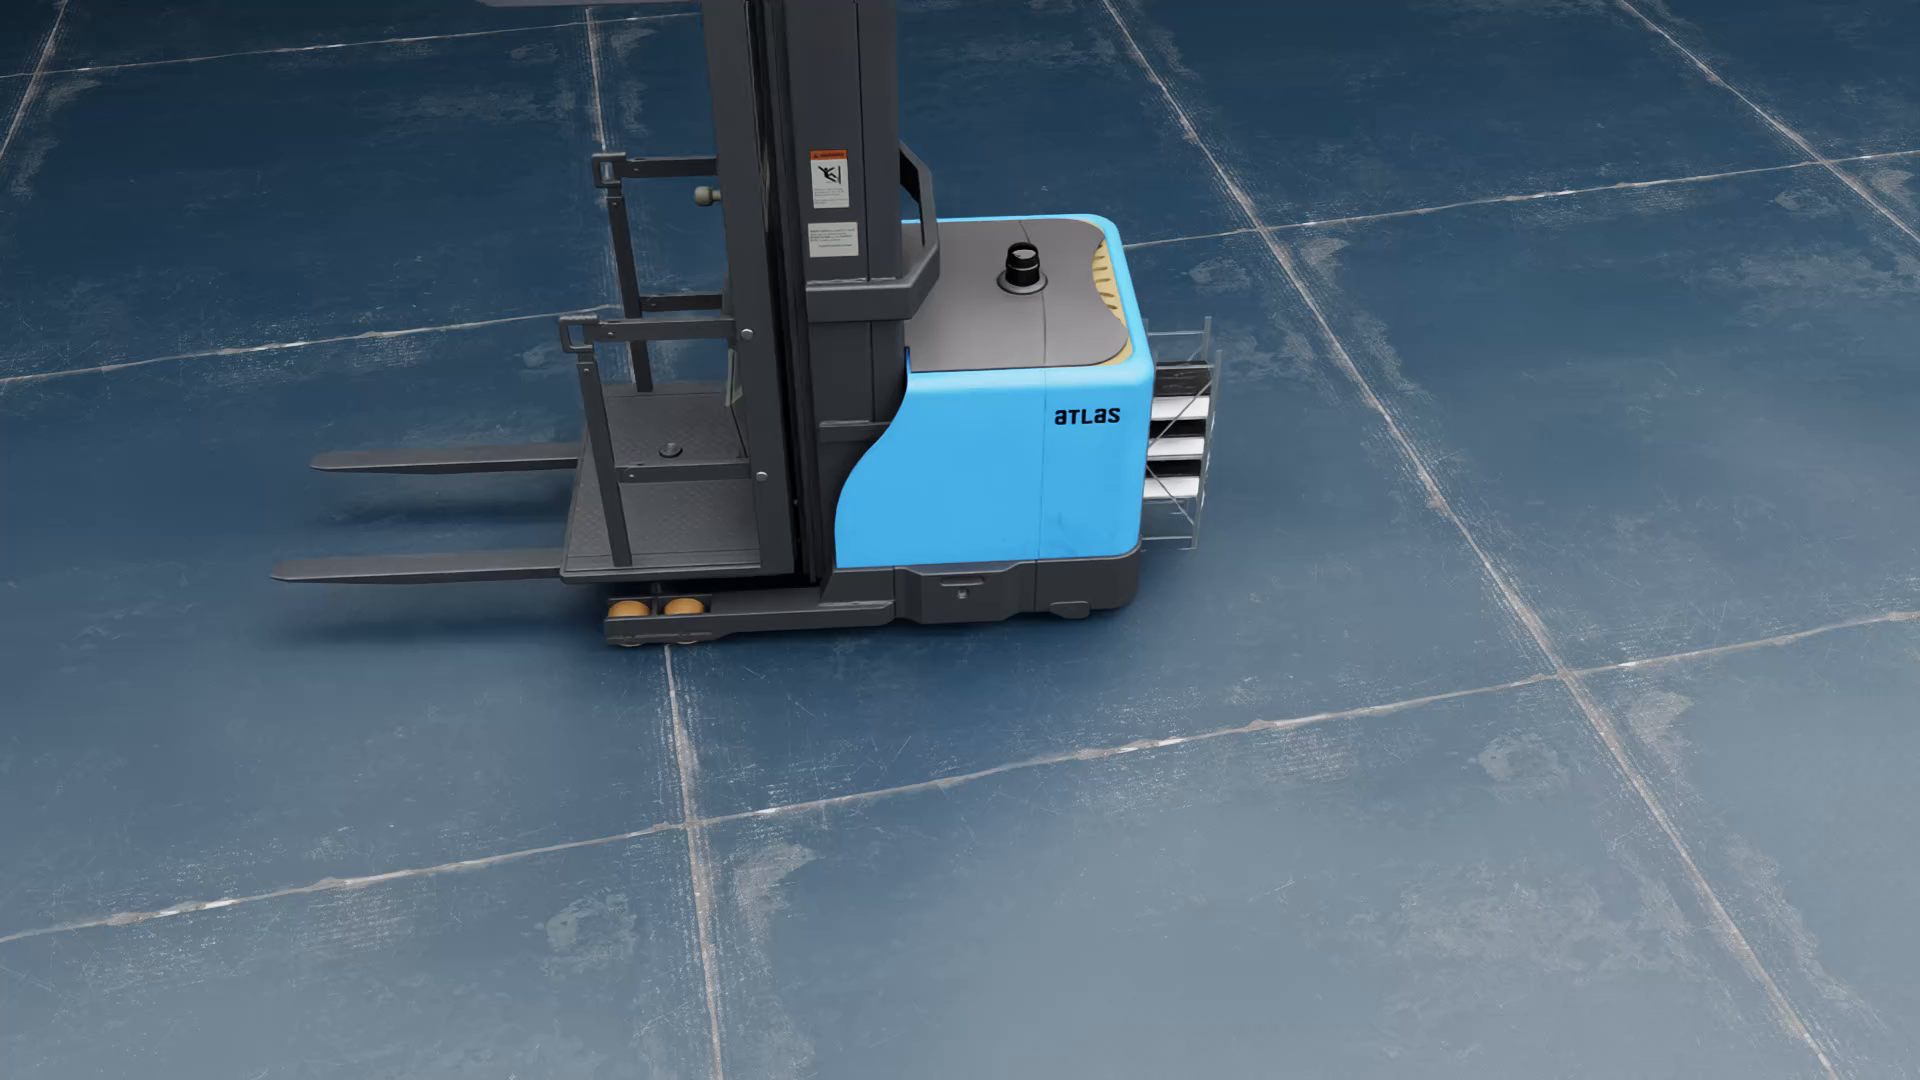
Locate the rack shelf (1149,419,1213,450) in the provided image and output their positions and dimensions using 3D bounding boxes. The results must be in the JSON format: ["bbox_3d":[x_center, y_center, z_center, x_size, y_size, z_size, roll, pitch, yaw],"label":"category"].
[{"bbox_3d":[0.757,-0.408,5.946,0.258,0.077,0.200,-2,42,-3],"label":"rack shelf"}]

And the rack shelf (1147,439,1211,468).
[{"bbox_3d":[0.757,-0.341,6.006,0.258,0.077,0.200,-2,42,-3],"label":"rack shelf"}]

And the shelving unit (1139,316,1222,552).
[{"bbox_3d":[0.757,-0.366,5.983,0.258,0.900,0.210,-2,42,-3],"label":"shelving unit"}]

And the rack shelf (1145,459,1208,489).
[{"bbox_3d":[0.757,-0.273,6.065,0.258,0.077,0.200,-2,42,-3],"label":"rack shelf"}]

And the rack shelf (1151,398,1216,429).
[{"bbox_3d":[0.758,-0.475,5.886,0.258,0.077,0.200,-2,42,-3],"label":"rack shelf"}]

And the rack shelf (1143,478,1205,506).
[{"bbox_3d":[0.756,-0.206,6.125,0.258,0.077,0.200,-2,42,-3],"label":"rack shelf"}]

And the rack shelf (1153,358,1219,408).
[{"bbox_3d":[0.758,-0.543,5.826,0.258,0.077,0.200,-2,42,-3],"label":"rack shelf"}]

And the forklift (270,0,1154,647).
[{"bbox_3d":[-0.906,-1.087,5.267,3.031,2.935,1.130,-3,42,-3],"label":"forklift"}]

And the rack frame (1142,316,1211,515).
[{"bbox_3d":[0.751,-0.433,6.059,0.240,0.900,0.006,-2,42,-3],"label":"rack frame"}]

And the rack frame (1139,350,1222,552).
[{"bbox_3d":[0.764,-0.298,5.908,0.240,0.900,0.006,-2,42,-3],"label":"rack frame"}]
